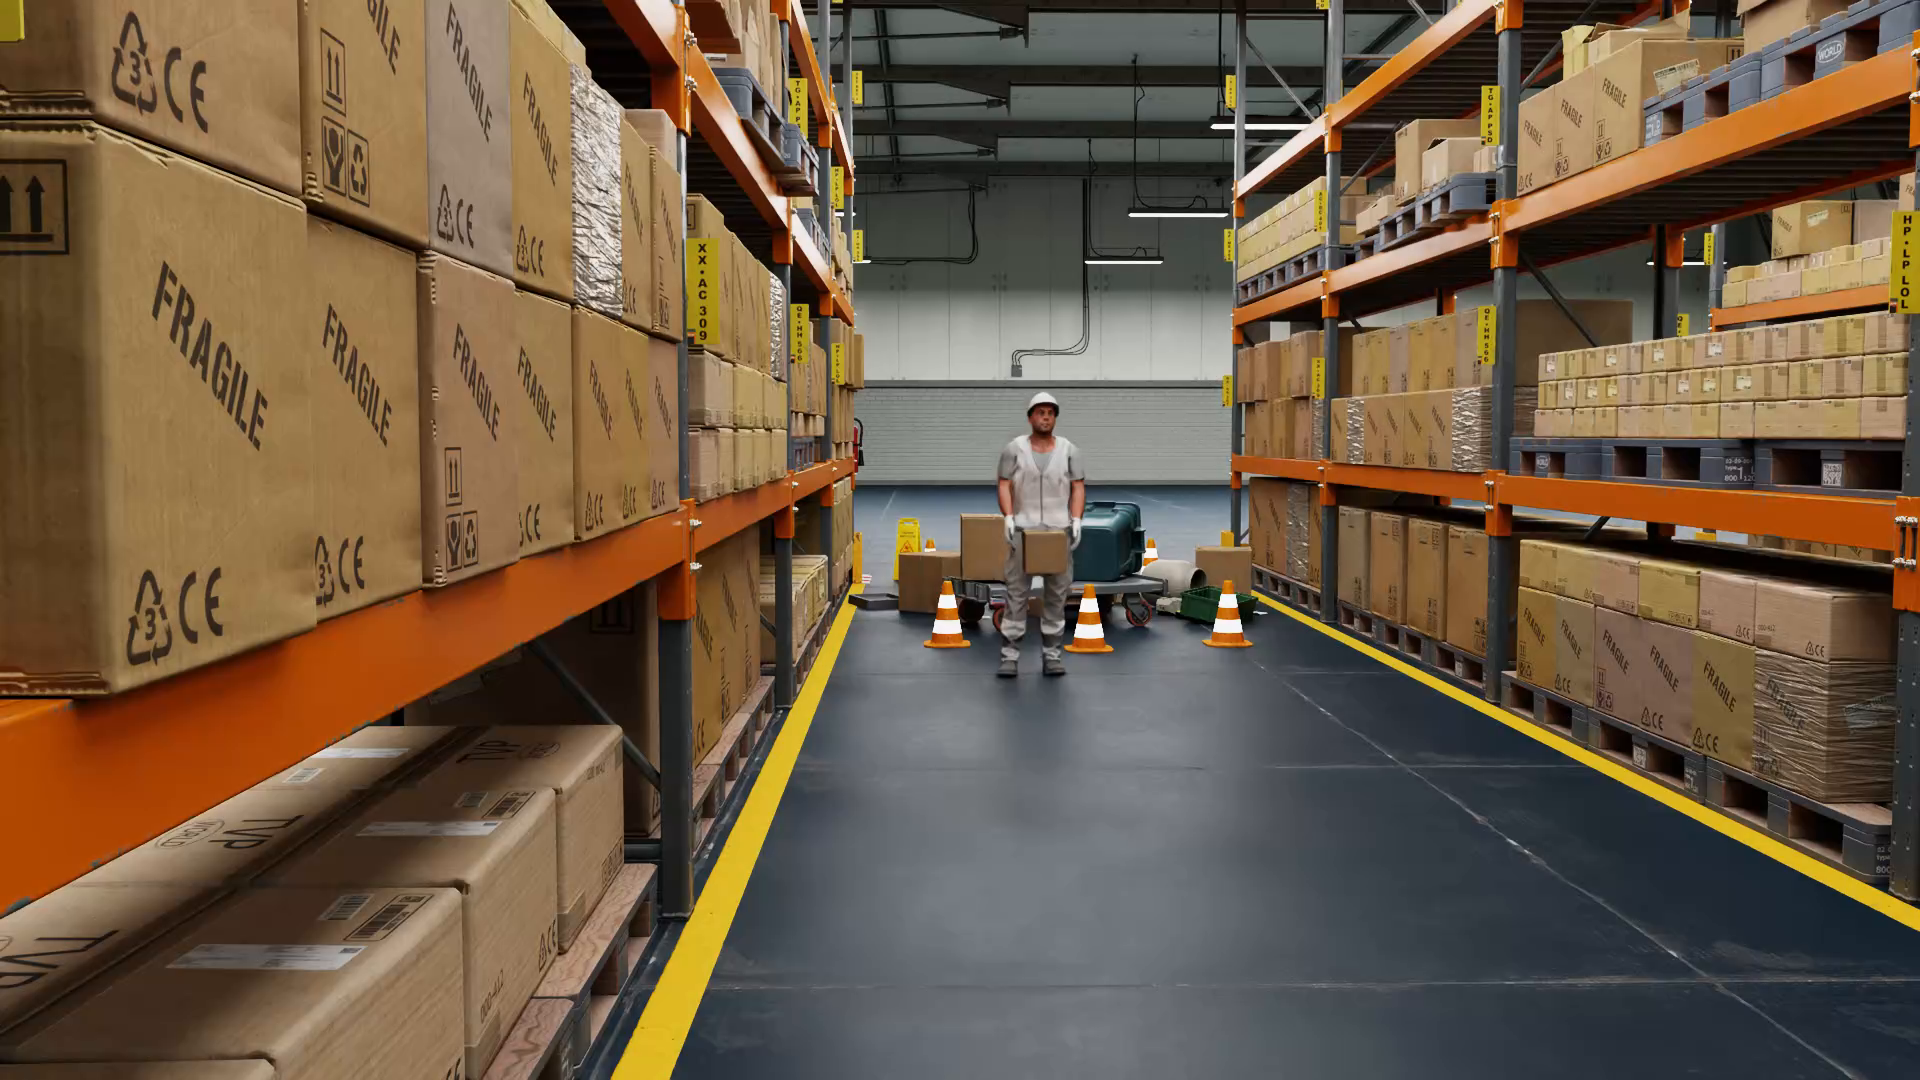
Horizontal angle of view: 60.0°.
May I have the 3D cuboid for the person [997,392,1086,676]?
[{"bbox_3d":[0.516,-0.036,10.510,0.576,1.794,0.426,0,4,-1],"label":"person"}]
